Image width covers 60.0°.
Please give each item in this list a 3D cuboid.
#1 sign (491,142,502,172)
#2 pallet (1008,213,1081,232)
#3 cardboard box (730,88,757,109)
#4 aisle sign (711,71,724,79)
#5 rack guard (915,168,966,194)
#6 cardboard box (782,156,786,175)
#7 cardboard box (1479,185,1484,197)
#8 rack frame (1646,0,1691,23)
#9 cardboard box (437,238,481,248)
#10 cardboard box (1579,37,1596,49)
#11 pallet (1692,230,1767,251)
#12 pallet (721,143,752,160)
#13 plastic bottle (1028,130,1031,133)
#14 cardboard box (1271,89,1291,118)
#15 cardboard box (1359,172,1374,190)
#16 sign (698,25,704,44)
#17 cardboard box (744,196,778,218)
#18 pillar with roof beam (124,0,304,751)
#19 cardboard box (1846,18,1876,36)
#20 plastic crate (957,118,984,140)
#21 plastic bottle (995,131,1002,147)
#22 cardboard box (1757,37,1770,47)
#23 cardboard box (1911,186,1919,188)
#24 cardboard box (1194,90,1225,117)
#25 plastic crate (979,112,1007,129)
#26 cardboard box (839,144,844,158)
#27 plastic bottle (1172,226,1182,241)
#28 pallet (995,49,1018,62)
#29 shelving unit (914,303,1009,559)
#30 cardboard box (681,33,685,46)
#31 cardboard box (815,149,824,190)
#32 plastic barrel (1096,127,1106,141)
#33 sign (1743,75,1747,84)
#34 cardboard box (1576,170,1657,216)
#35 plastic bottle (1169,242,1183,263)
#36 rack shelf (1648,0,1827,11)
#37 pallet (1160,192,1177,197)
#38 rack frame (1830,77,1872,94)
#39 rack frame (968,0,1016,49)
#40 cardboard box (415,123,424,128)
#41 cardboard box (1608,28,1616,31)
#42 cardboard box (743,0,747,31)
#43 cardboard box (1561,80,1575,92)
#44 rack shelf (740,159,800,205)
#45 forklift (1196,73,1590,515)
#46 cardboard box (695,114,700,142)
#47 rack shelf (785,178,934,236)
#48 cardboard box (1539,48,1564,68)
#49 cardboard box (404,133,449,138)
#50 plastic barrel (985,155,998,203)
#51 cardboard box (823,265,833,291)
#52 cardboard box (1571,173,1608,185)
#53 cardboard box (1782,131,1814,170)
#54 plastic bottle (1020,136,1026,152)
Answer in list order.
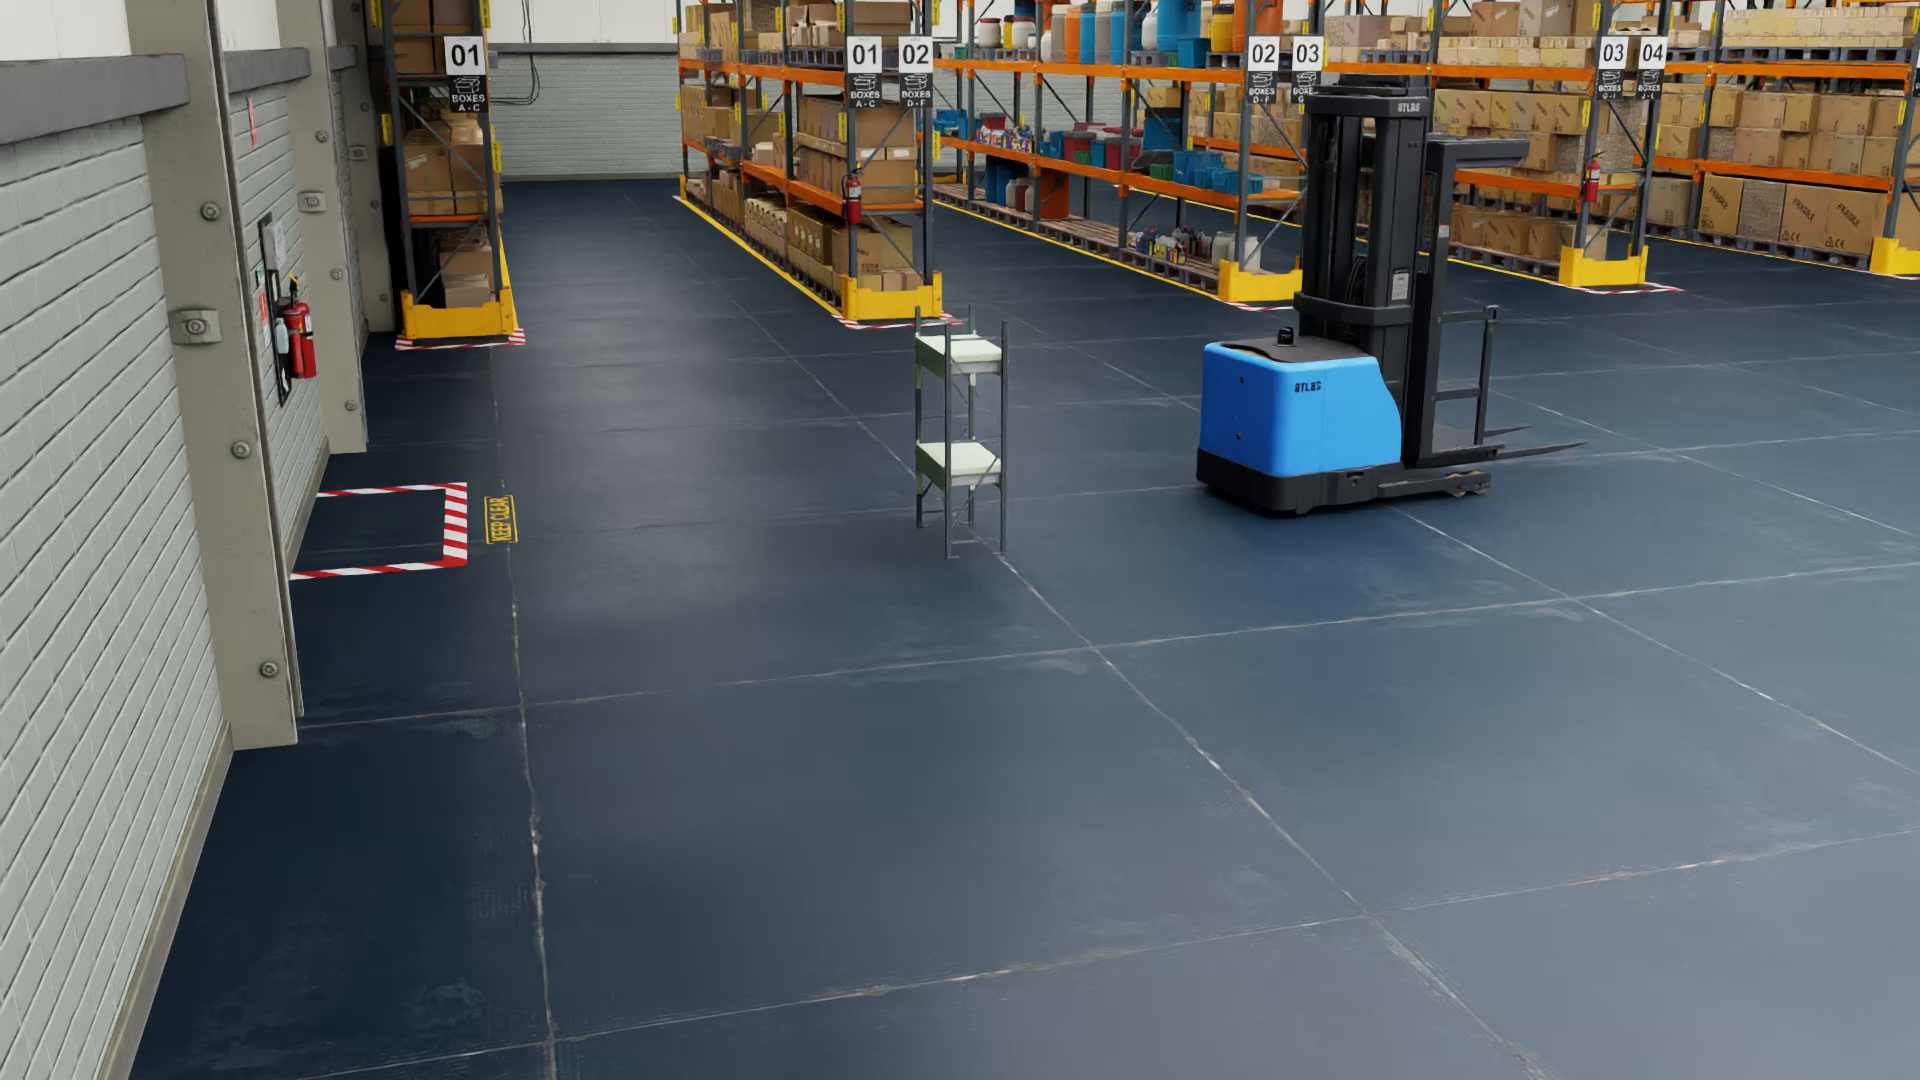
[{"bbox_3d":[-5.058,-4.177,18.139,0.100,0.325,0.005,-5,17,-15],"label":"sign"},{"bbox_3d":[1.491,-5.595,29.211,1.003,0.211,1.213,-5,17,-15],"label":"pallet"},{"bbox_3d":[-3.974,-8.111,30.827,0.500,0.500,0.500,-4,17,-14],"label":"cardboard box"},{"bbox_3d":[-4.939,-9.826,33.931,0.394,0.787,0.004,-5,17,-15],"label":"aisle sign"},{"bbox_3d":[-0.470,-7.737,35.840,1.175,0.500,0.348,-5,17,-15],"label":"rack guard"},{"bbox_3d":[-2.335,-5.383,23.892,0.396,0.266,0.258,-5,17,-17],"label":"cardboard box"},{"bbox_3d":[10.460,-7.066,32.877,0.500,0.500,0.500,-4,17,-14],"label":"cardboard box"},{"bbox_3d":[14.939,-11.870,34.827,1.000,3.000,0.127,-5,17,-15],"label":"rack frame"},{"bbox_3d":[-6.355,-3.555,21.155,0.500,0.500,0.500,-6,18,-19],"label":"cardboard box"},{"bbox_3d":[8.332,-6.502,21.738,0.380,0.149,0.250,-5,17,-15],"label":"cardboard box"},{"bbox_3d":[12.540,-4.813,26.608,1.003,0.211,1.213,-5,17,-15],"label":"pallet"},{"bbox_3d":[-3.270,-6.415,27.428,1.213,0.211,1.003,-5,17,-15],"label":"pallet"},{"bbox_3d":[1.307,-7.439,30.717,0.152,0.276,0.135,-5,17,-15],"label":"plastic bottle"},{"bbox_3d":[6.148,-8.019,30.518,0.797,0.503,0.637,-4,17,-14],"label":"cardboard box"},{"bbox_3d":[6.879,-6.151,28.492,0.500,0.250,0.500,-3,17,-9],"label":"cardboard box"},{"bbox_3d":[-4.635,-9.071,29.822,0.100,0.325,0.005,-5,17,-15],"label":"sign"},{"bbox_3d":[-3.154,-5.310,26.489,0.500,0.311,0.500,-4,17,-13],"label":"cardboard box"},{"bbox_3d":[0.834,-3.739,7.757,9.100,9.000,0.400,-5,17,-15],"label":"pillar with roof beam"},{"bbox_3d":[12.966,-7.266,23.554,0.500,0.250,0.500,-5,17,-15],"label":"cardboard box"},{"bbox_3d":[0.192,-7.945,32.112,0.392,0.384,0.575,-5,17,-15],"label":"plastic crate"},{"bbox_3d":[0.728,-7.284,30.203,0.152,0.276,0.135,-5,17,-15],"label":"plastic bottle"},{"bbox_3d":[12.388,-7.593,25.334,0.380,0.149,0.250,-5,17,-16],"label":"cardboard box"},{"bbox_3d":[20.213,-7.672,34.893,0.500,0.500,0.500,-4,17,-13],"label":"cardboard box"},{"bbox_3d":[5.027,-8.749,33.305,0.500,0.500,0.500,-4,17,-14],"label":"cardboard box"},{"bbox_3d":[0.644,-8.148,32.648,0.402,0.464,0.583,-5,17,-15],"label":"plastic crate"},{"bbox_3d":[-1.249,-4.704,20.098,0.380,0.149,0.250,-5,17,-16],"label":"cardboard box"},{"bbox_3d":[3.163,-4.384,24.174,0.144,0.351,0.185,-5,17,-15],"label":"plastic bottle"},{"bbox_3d":[1.272,-8.646,29.634,1.003,0.211,1.213,-5,17,-15],"label":"pallet"},{"bbox_3d":[0.002,-0.716,10.730,0.431,1.500,0.755,-5,17,-15],"label":"shelving unit"},{"bbox_3d":[-5.193,-9.840,32.675,0.500,0.250,0.500,-5,17,-15],"label":"cardboard box"},{"bbox_3d":[-1.503,-4.860,21.743,0.700,0.500,0.500,-4,17,-14],"label":"cardboard box"},{"bbox_3d":[2.352,-6.385,26.800,0.421,0.512,0.421,0,17,0],"label":"plastic barrel"},{"bbox_3d":[19.151,-11.241,40.599,0.100,0.325,0.005,-5,17,-15],"label":"sign"},{"bbox_3d":[11.631,-6.178,29.485,1.050,0.750,0.750,-4,17,-14],"label":"cardboard box"},{"bbox_3d":[2.977,-3.954,22.871,0.152,0.276,0.135,-5,17,-15],"label":"plastic bottle"},{"bbox_3d":[15.489,-10.781,33.146,1.077,0.370,4.000,-5,17,-15],"label":"rack shelf"},{"bbox_3d":[4.938,-7.433,35.329,1.003,0.211,1.213,-5,17,-15],"label":"pallet"},{"bbox_3d":[19.711,-9.391,37.000,1.000,3.000,0.127,-5,17,-15],"label":"rack frame"},{"bbox_3d":[0.649,-10.695,30.915,1.000,3.000,0.127,-5,17,-15],"label":"rack frame"},{"bbox_3d":[-8.161,-6.242,25.793,0.500,0.500,0.500,-5,17,-15],"label":"cardboard box"},{"bbox_3d":[11.294,-8.897,29.393,0.500,0.311,0.500,-5,17,-15],"label":"cardboard box"},{"bbox_3d":[-3.270,-8.551,27.078,0.500,0.500,0.500,-5,17,-15],"label":"cardboard box"},{"bbox_3d":[13.996,-10.191,37.752,0.500,0.500,0.500,-5,17,-16],"label":"cardboard box"},{"bbox_3d":[-2.466,-5.427,25.056,1.077,0.370,4.000,-5,17,-15],"label":"rack shelf"},{"bbox_3d":[3.291,-1.845,11.999,3.031,2.935,1.130,-8,18,-24],"label":"forklift"},{"bbox_3d":[-4.786,-7.882,31.803,0.500,0.500,0.500,-4,17,-14],"label":"cardboard box"},{"bbox_3d":[-1.367,-4.321,21.373,1.077,0.370,4.000,-5,17,-15],"label":"rack shelf"},{"bbox_3d":[8.192,-6.510,22.458,0.500,0.250,0.500,-5,17,-15],"label":"cardboard box"},{"bbox_3d":[-6.480,-4.695,20.289,0.500,0.500,0.500,-4,17,-14],"label":"cardboard box"},{"bbox_3d":[0.782,-6.866,31.514,0.600,0.901,0.708,-5,17,-15],"label":"plastic barrel"},{"bbox_3d":[-1.398,-3.259,20.636,0.500,0.250,0.500,-5,17,-15],"label":"cardboard box"},{"bbox_3d":[8.432,-4.836,22.276,0.380,0.149,0.250,-5,17,-15],"label":"cardboard box"},{"bbox_3d":[12.969,-5.888,25.079,0.875,0.550,0.500,-5,17,-15],"label":"cardboard box"},{"bbox_3d":[1.095,-6.883,28.876,0.097,0.271,0.097,0,17,0],"label":"plastic bottle"}]
